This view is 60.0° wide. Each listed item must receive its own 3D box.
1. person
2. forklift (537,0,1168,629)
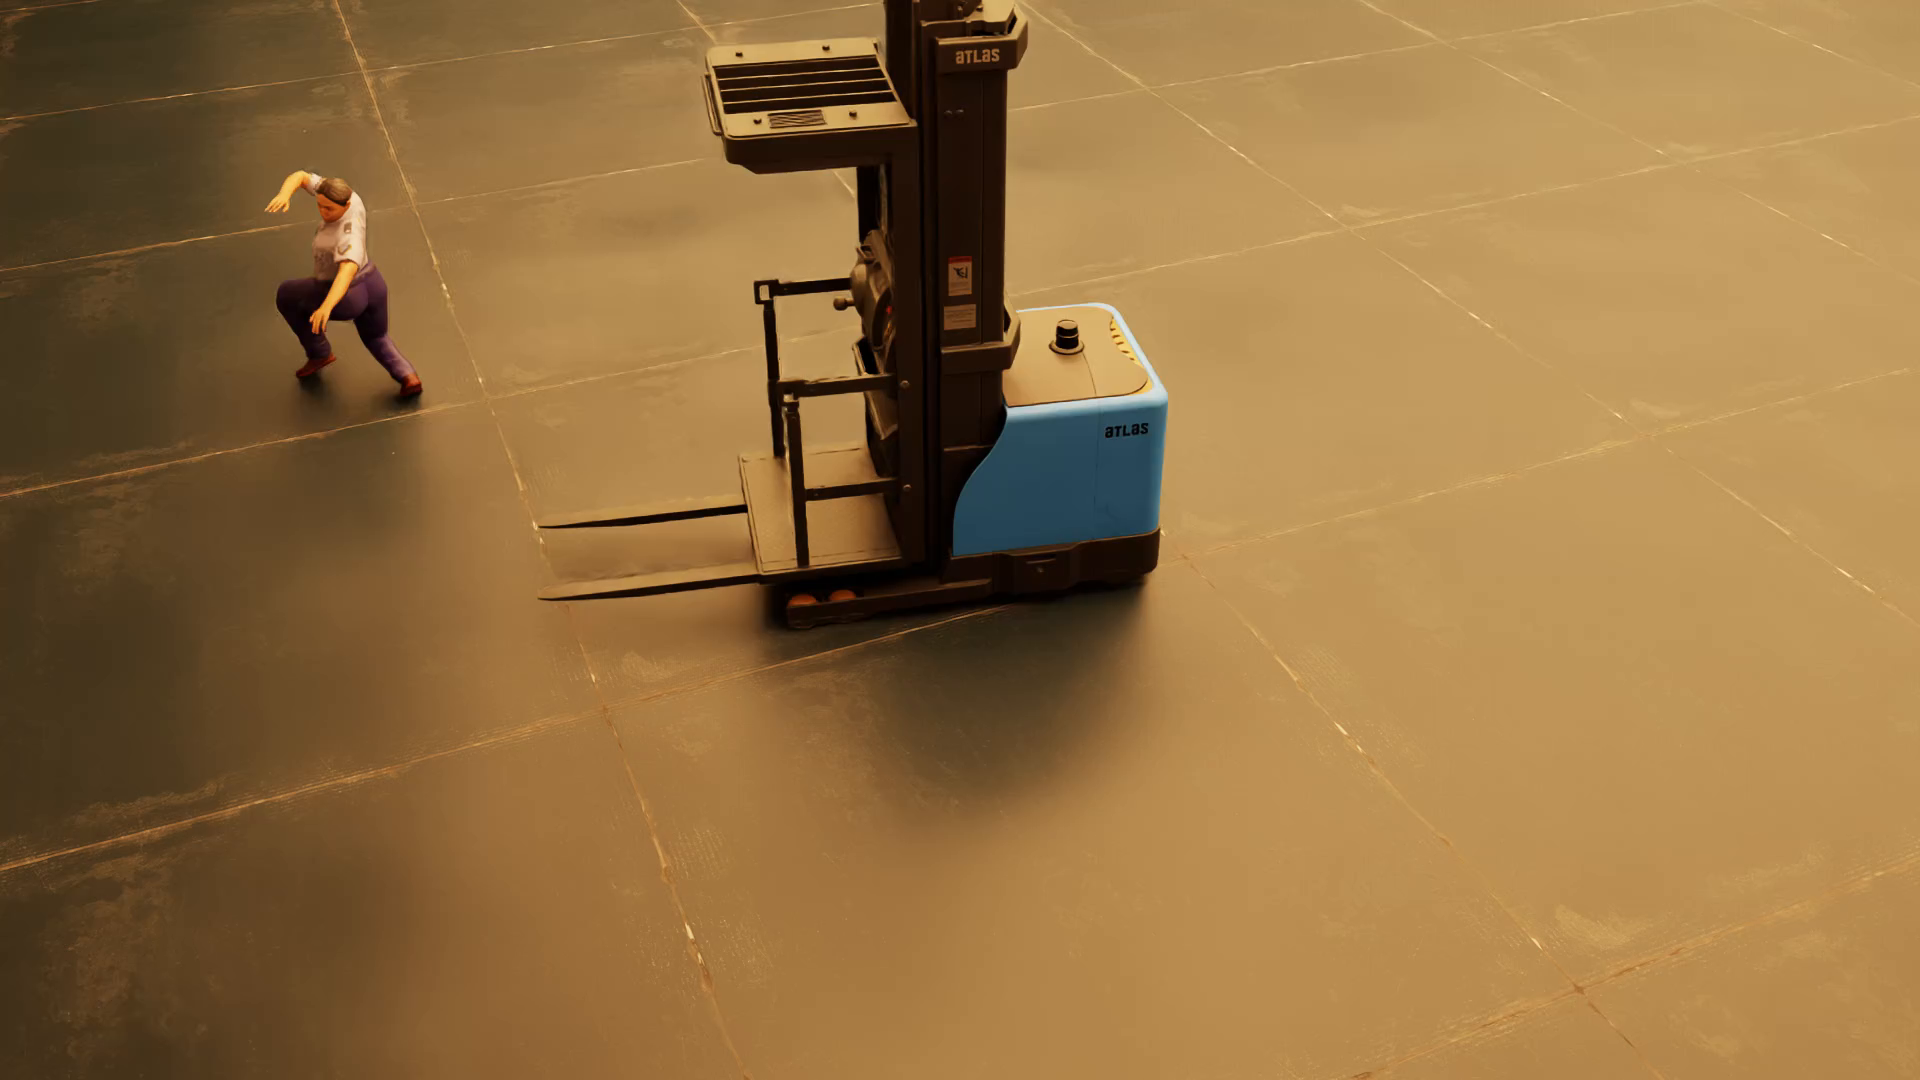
[{"bbox_3d":[-3.624,-1.356,9.378,0.933,1.378,0.909,11,37,16],"label":"person"},{"bbox_3d":[-0.580,-1.100,7.645,3.031,2.935,1.130,-7,36,-9],"label":"forklift"}]
